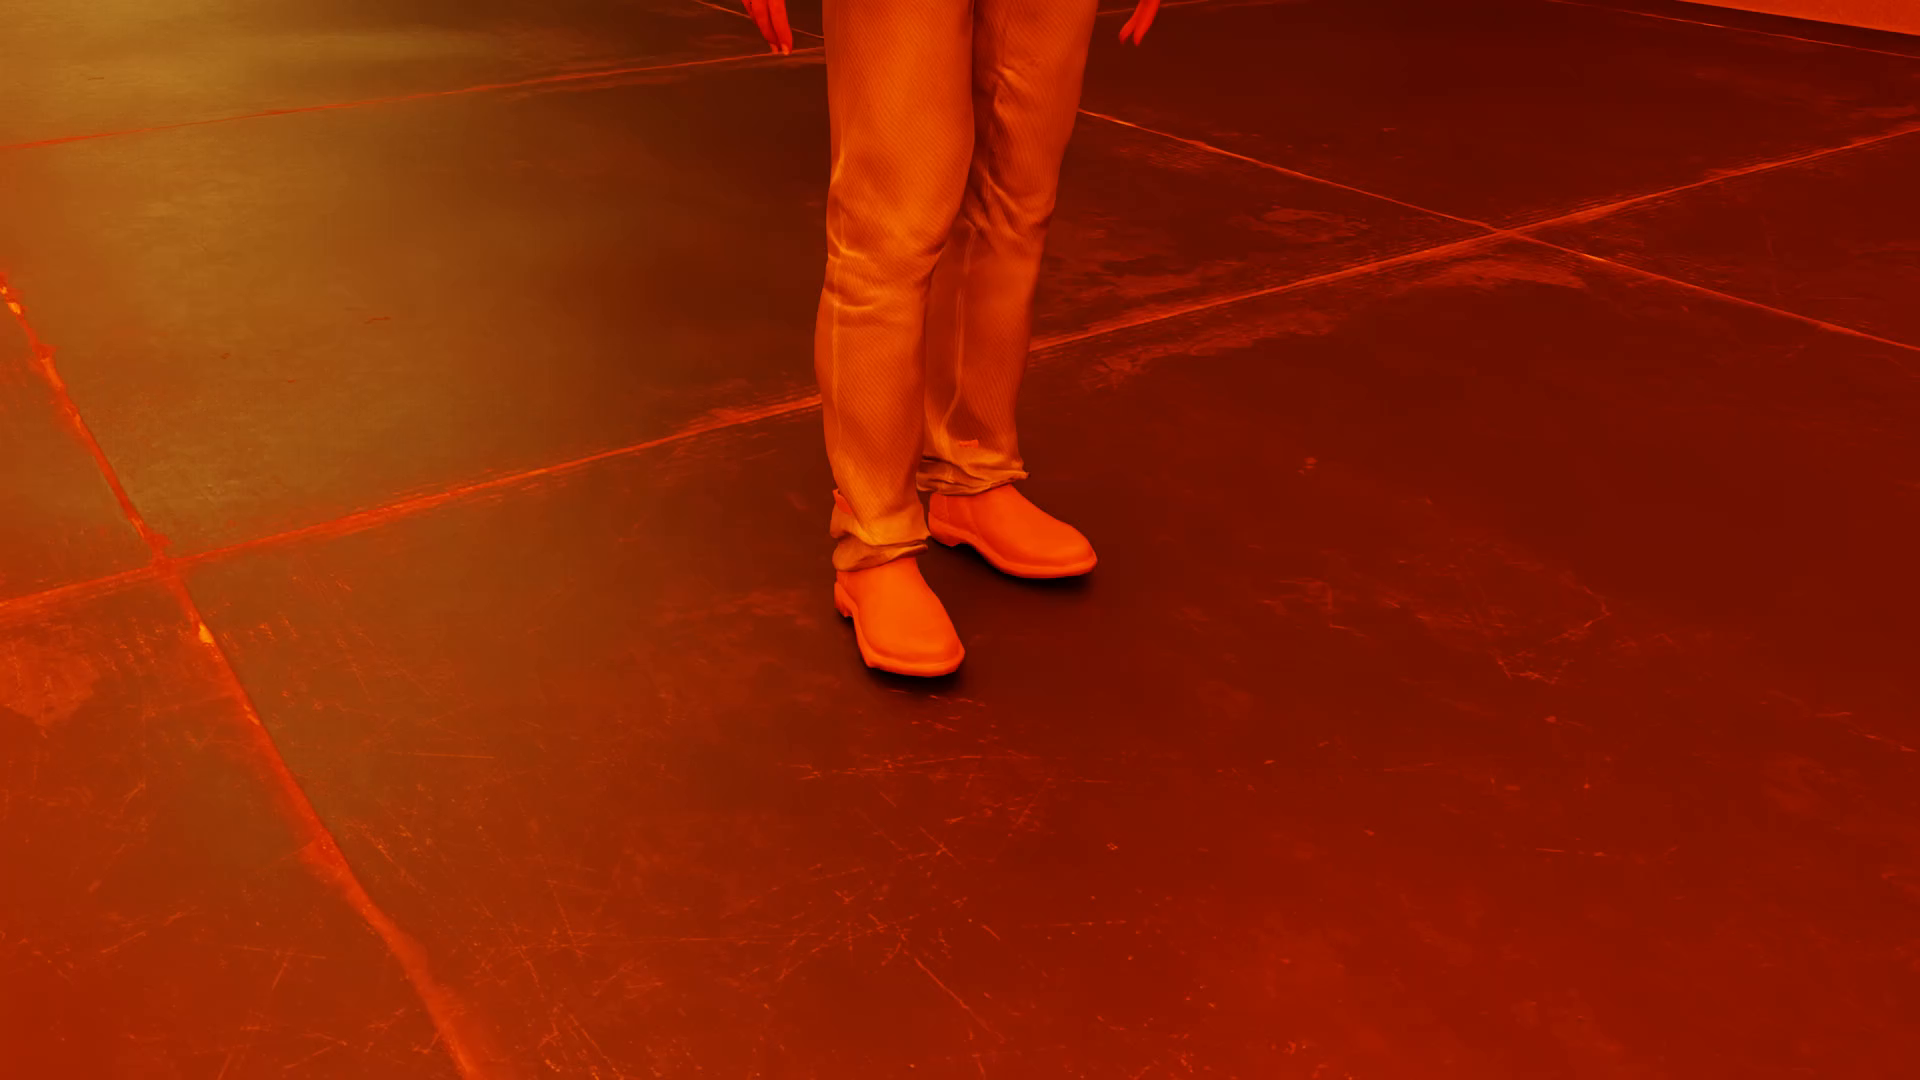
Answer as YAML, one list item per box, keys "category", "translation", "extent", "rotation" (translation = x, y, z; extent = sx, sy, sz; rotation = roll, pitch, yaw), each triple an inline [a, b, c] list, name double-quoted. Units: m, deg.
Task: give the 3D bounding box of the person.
- category: "person"
  translation: [0.035, -0.769, 2.046]
  extent: [0.665, 1.768, 0.575]
  rotation: [-17, 31, -31]
